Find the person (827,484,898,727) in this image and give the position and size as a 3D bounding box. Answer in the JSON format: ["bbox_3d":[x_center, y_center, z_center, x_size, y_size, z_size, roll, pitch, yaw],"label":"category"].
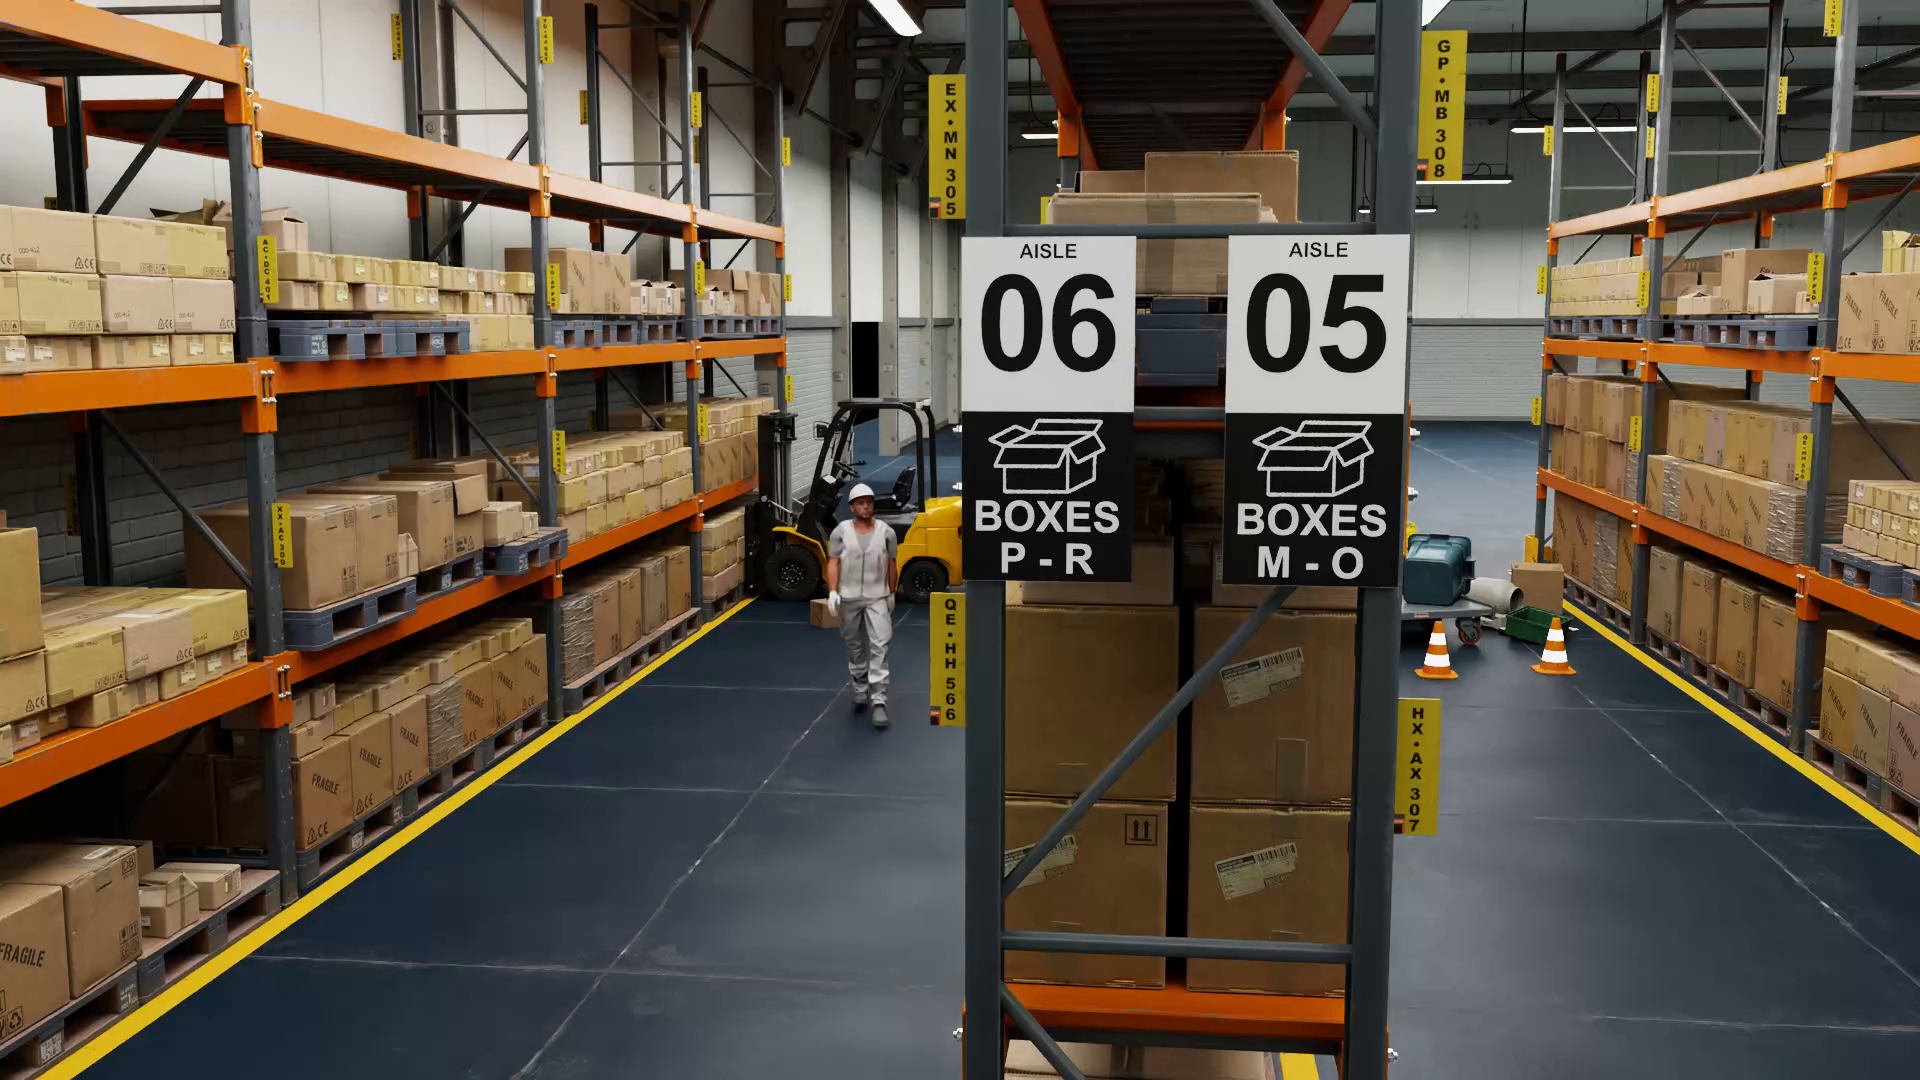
[{"bbox_3d":[-0.744,0.456,12.604,0.528,1.747,0.931,0,7,0],"label":"person"}]
